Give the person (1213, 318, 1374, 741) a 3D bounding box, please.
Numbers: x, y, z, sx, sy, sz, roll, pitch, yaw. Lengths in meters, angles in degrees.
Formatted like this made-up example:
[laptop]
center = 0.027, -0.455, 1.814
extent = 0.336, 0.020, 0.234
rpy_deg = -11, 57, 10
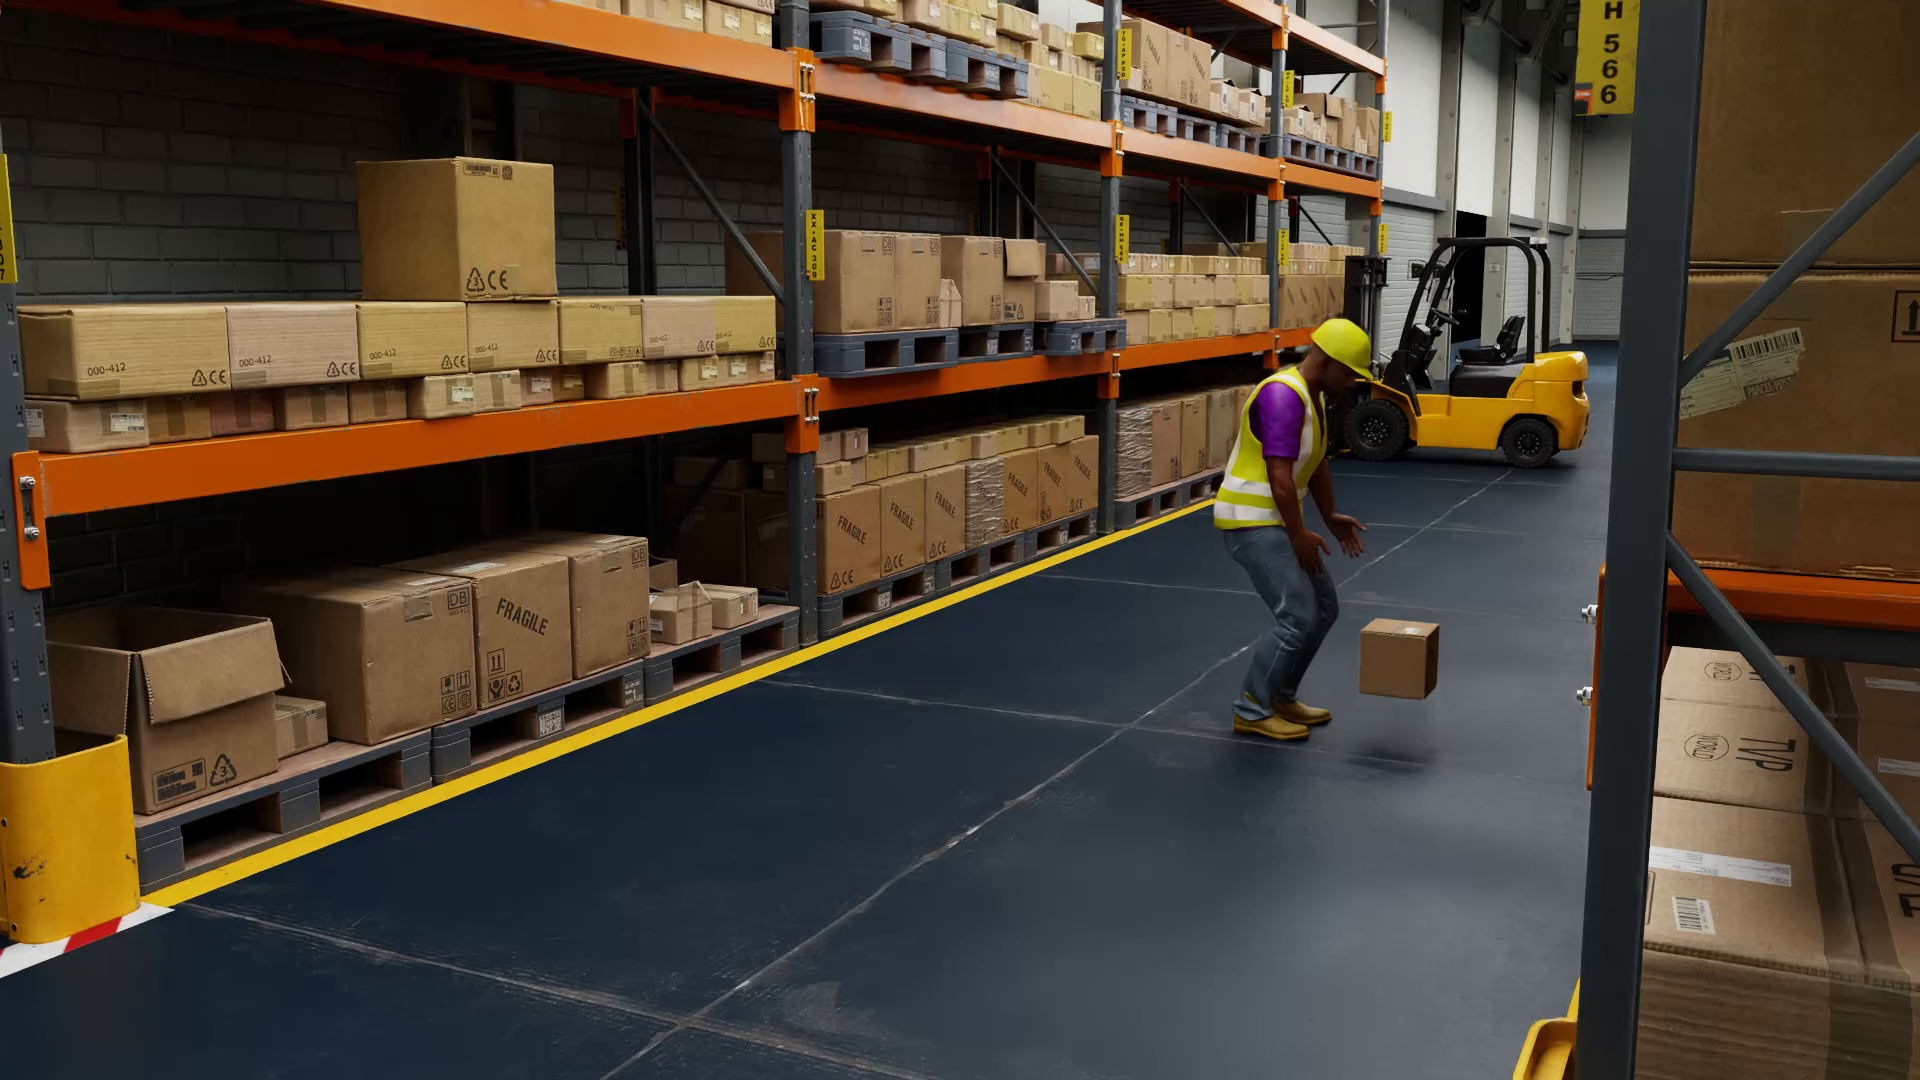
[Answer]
[person]
center = 1.319, -0.056, 6.579
extent = 0.576, 1.633, 0.613
rpy_deg = 5, 10, 27
